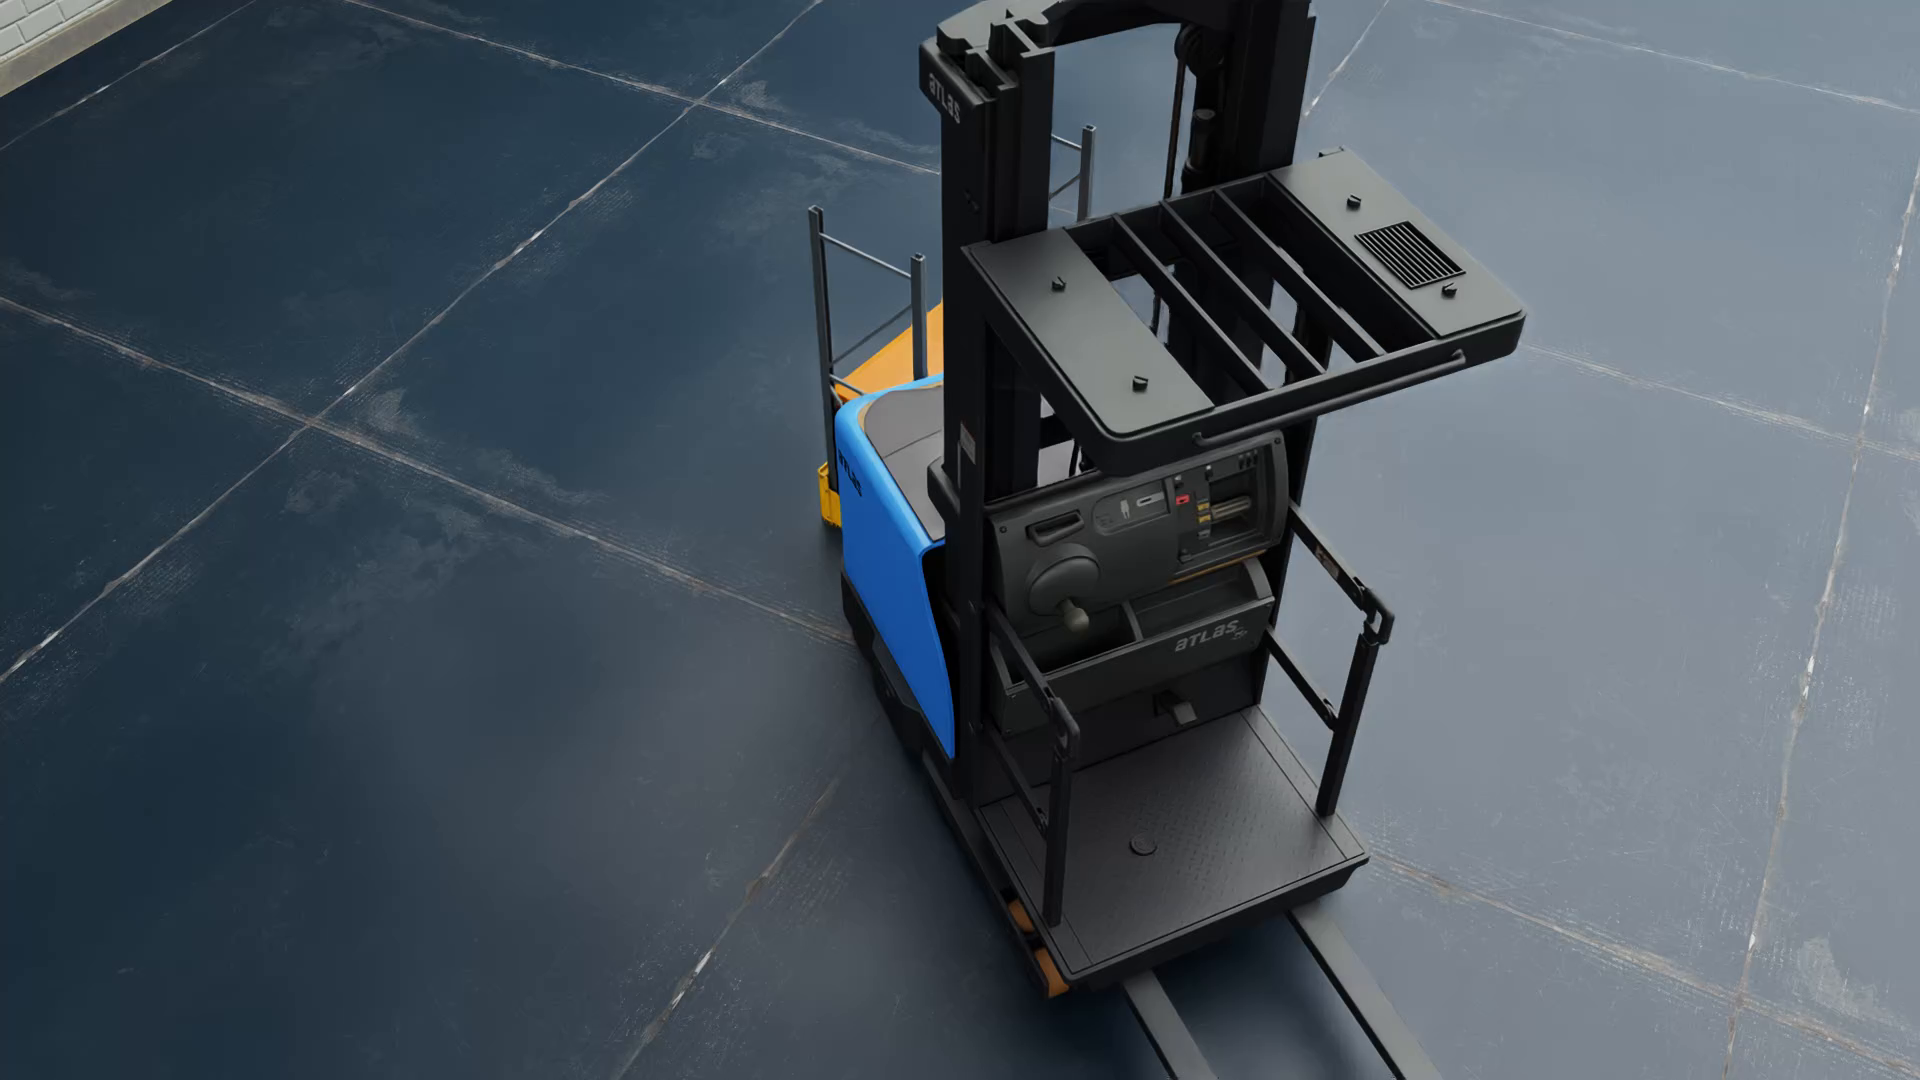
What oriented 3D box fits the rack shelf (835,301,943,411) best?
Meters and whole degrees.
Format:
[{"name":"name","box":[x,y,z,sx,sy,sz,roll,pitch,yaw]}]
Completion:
[{"name":"rack shelf","box":[-0.011,-0.684,6.624,0.538,0.185,1.000,29,52,25]}]

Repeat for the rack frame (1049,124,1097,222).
[{"name":"rack frame","box":[-3.520,4.048,1.483,3.443,1.800,16.391,29,52,25]}]

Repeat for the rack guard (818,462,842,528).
[{"name":"rack guard","box":[-0.320,-0.085,6.658,0.587,0.250,0.087,29,52,25]}]

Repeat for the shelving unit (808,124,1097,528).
[{"name":"shelving unit","box":[-3.535,4.037,1.495,3.486,1.800,16.400,29,52,25]}]

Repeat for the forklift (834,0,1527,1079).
[{"name":"forklift","box":[0.619,0.069,4.621,1.130,2.935,3.031,-18,48,-17]}]

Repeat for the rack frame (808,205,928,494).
[{"name":"rack frame","box":[-0.321,-0.523,6.213,0.500,1.500,0.032,29,52,25]}]
